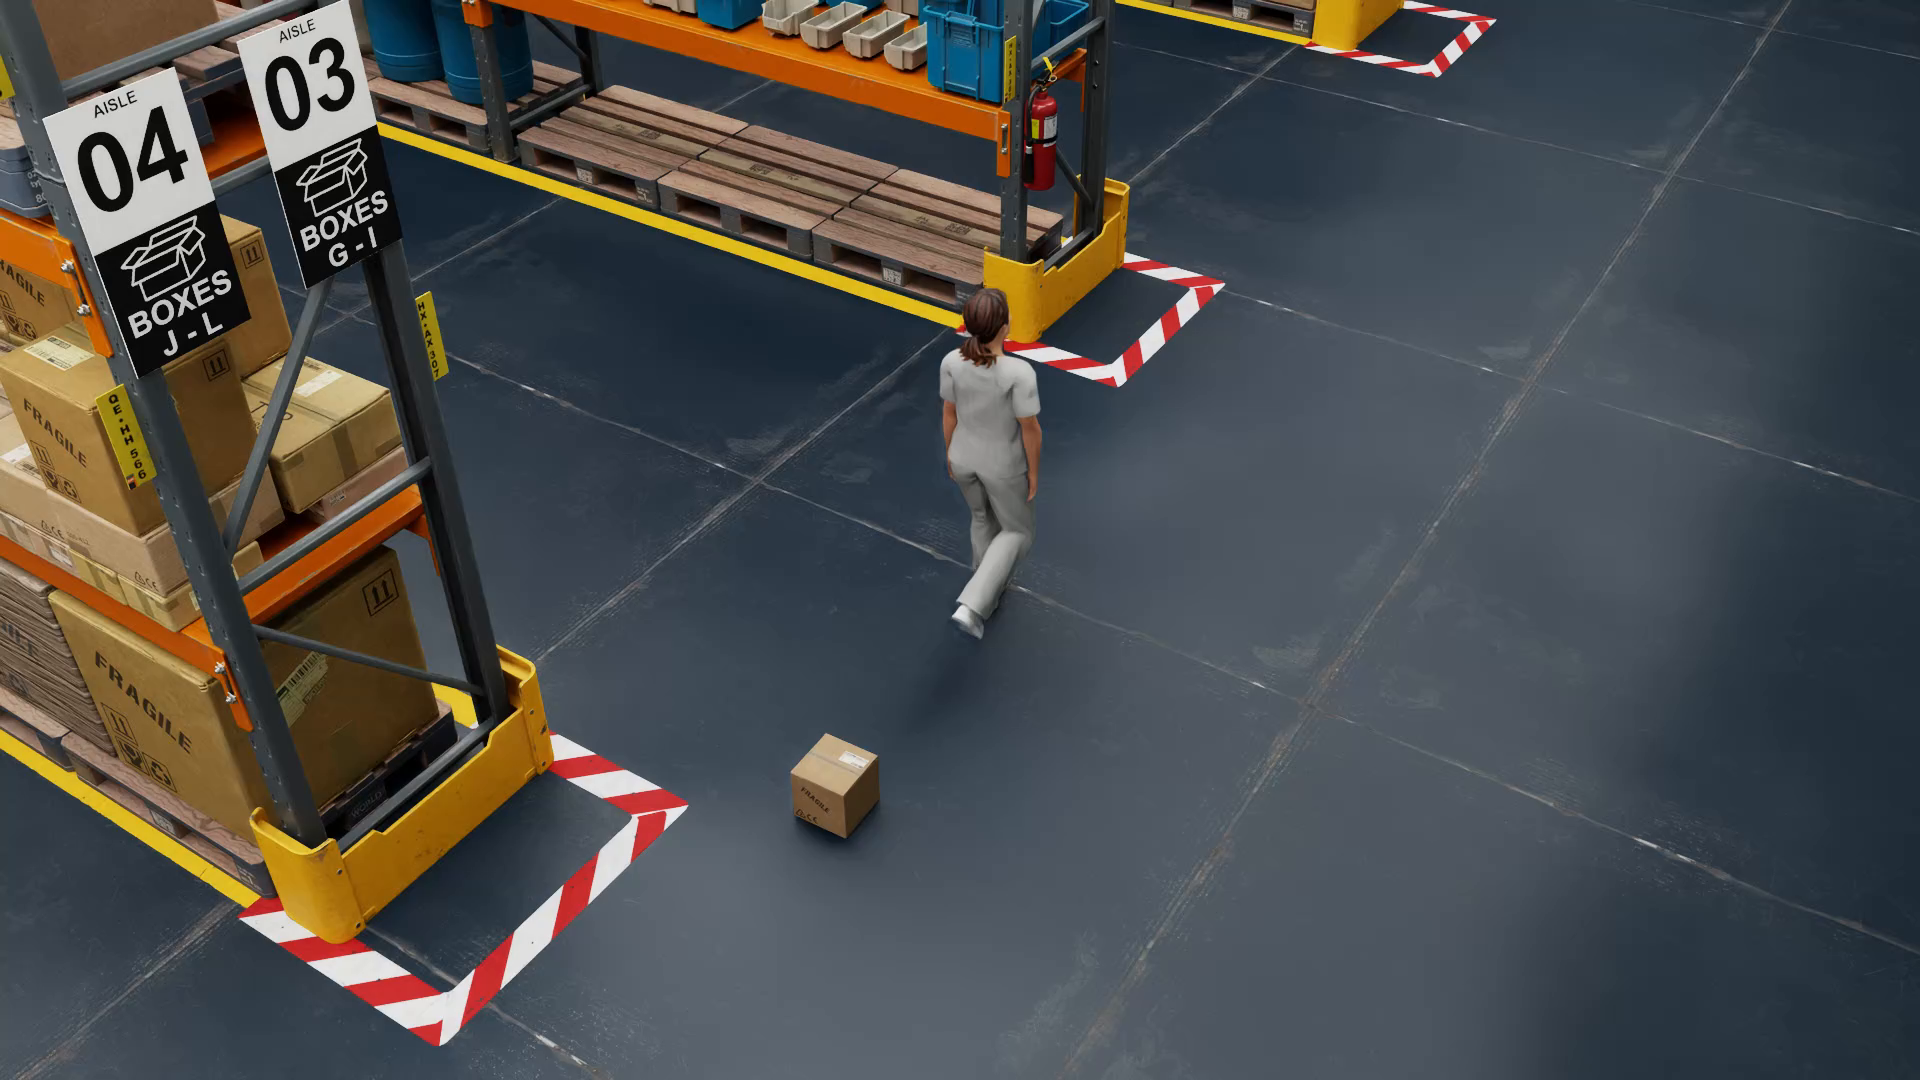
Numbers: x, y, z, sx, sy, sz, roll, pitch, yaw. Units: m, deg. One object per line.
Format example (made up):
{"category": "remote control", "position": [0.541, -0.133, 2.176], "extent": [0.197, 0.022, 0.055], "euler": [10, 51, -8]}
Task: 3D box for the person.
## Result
{"category": "person", "position": [0.106, -0.287, 7.015], "extent": [0.453, 1.652, 0.709], "euler": [18, 42, 21]}
